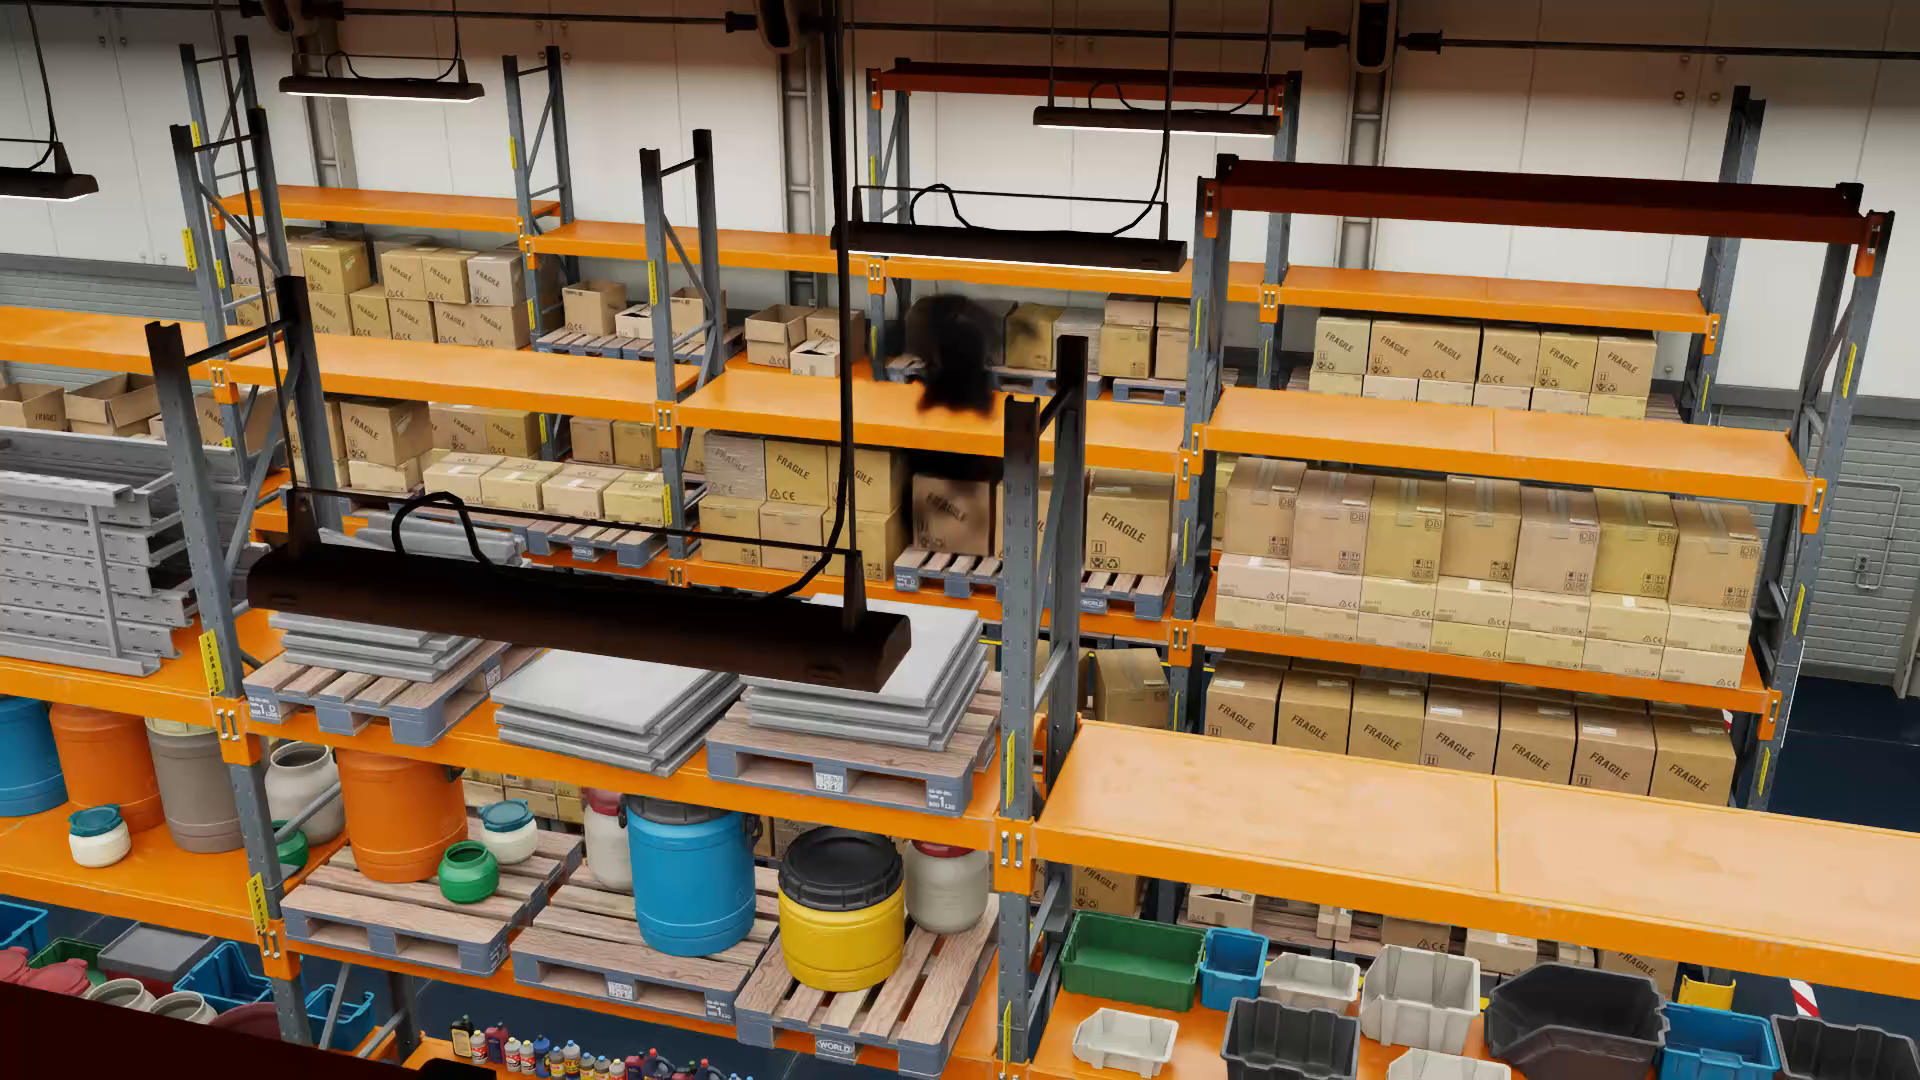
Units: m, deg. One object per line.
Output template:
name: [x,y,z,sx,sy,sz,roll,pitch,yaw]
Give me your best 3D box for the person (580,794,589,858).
person: [-2.648,2.381,12.804,1.161,1.734,0.654,5,23,12]
